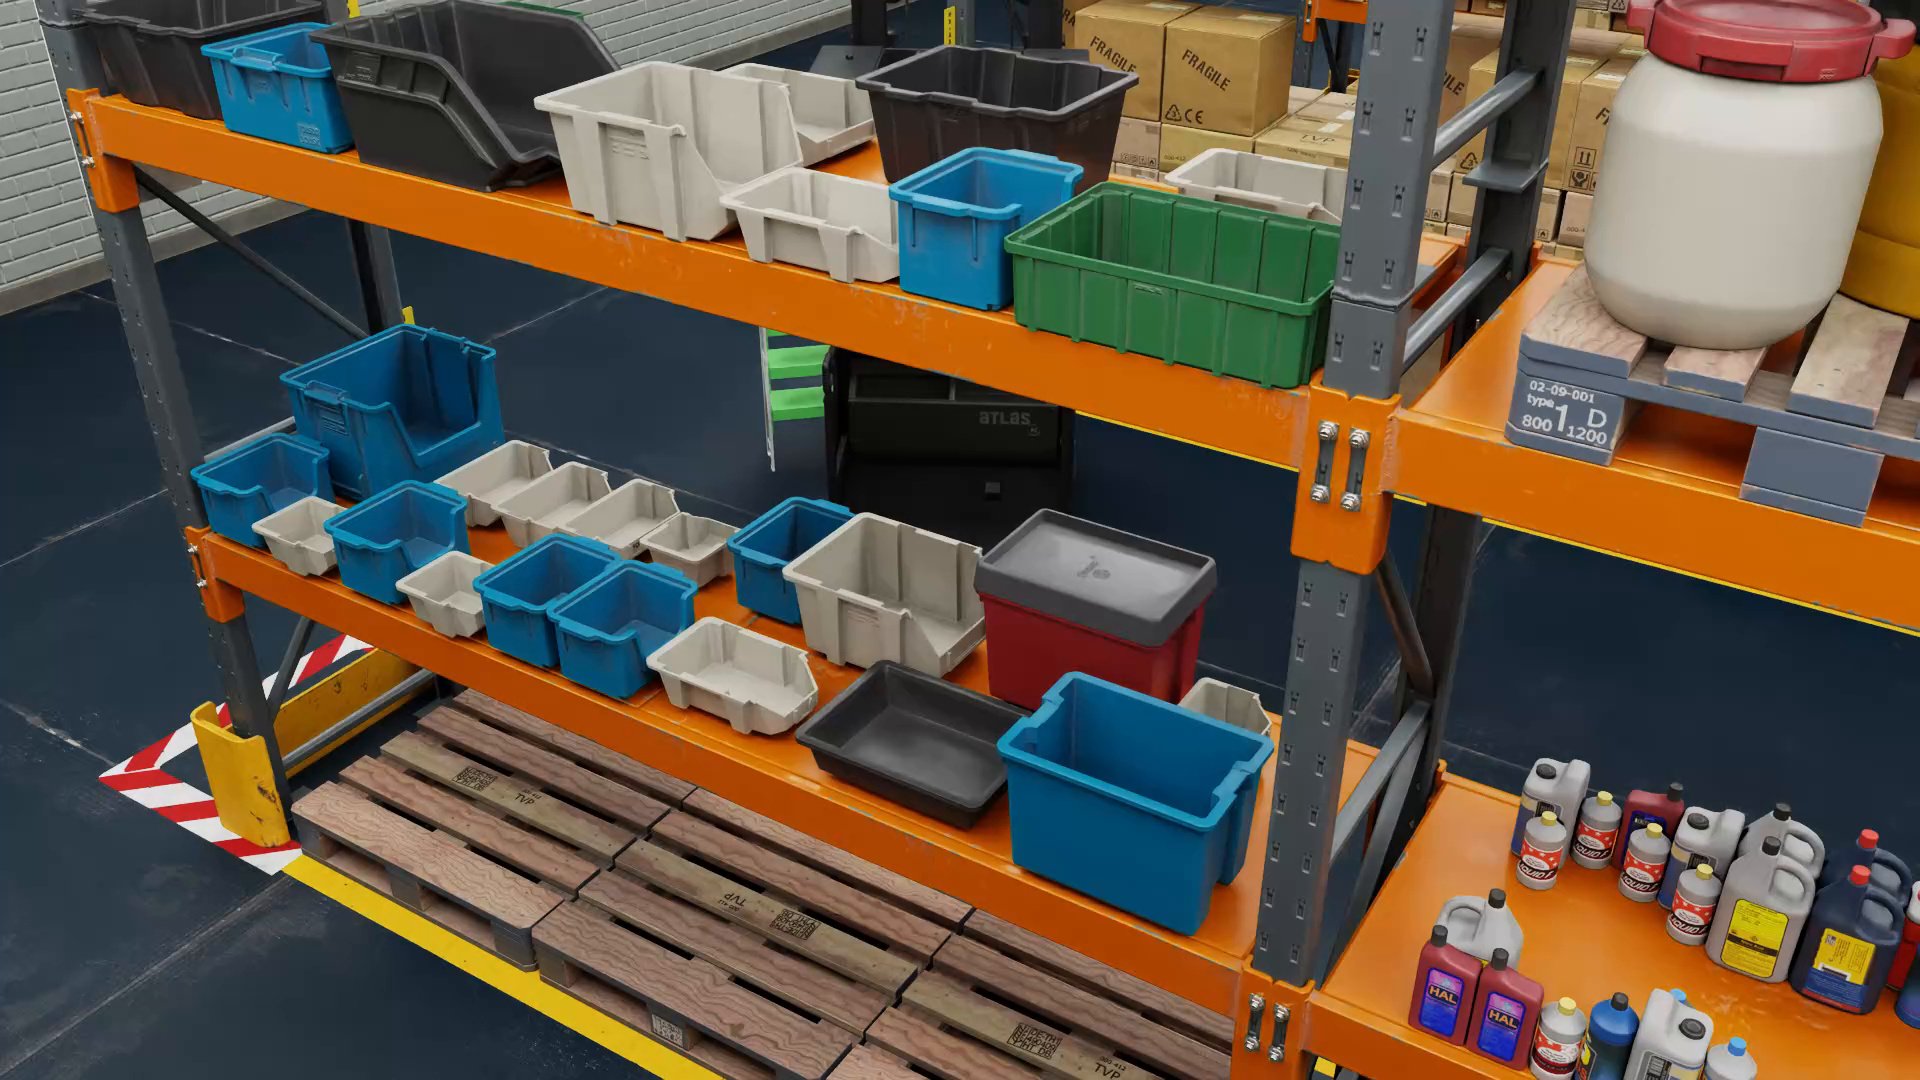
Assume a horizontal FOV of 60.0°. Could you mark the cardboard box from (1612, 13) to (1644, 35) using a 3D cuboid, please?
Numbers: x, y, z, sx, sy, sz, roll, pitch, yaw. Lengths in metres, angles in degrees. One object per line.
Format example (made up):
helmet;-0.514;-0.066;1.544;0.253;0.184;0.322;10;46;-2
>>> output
cardboard box;4.880;-3.766;11.979;0.250;0.149;0.380;17;34;27

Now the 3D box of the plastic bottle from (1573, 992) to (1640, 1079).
plastic bottle;1.387;1.076;3.556;0.097;0.271;0.097;0;30;0

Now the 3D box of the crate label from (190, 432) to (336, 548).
crate label;-2.354;-0.163;5.659;0.303;0.233;0.416;18;35;27

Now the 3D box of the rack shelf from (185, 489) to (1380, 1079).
rack shelf;-0.694;0.431;5.249;4.000;0.370;1.077;18;35;27

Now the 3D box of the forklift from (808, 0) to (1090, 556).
forklift;-0.037;-0.952;6.973;1.130;2.935;3.031;2;30;3

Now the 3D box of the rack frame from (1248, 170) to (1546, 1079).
rack frame;1.000;0.656;4.149;0.127;3.000;1.000;18;35;27

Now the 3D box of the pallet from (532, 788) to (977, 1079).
pallet;-0.681;1.353;5.721;1.213;0.211;1.003;18;35;27

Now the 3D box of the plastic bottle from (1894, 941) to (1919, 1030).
plastic bottle;2.192;0.970;3.738;0.097;0.271;0.097;0;30;0

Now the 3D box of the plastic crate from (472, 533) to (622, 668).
plastic crate;-1.239;0.190;5.054;0.300;0.233;0.416;18;35;27

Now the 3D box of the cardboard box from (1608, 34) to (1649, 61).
cardboard box;3.363;-2.083;7.954;0.500;0.500;0.500;18;35;27

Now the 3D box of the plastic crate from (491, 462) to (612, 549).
plastic crate;-1.363;-0.103;5.652;0.243;0.136;0.396;18;35;27

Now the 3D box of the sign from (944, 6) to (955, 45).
sign;-0.055;-2.703;8.968;0.005;0.325;0.100;18;35;27

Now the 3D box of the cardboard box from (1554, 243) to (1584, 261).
cardboard box;2.982;-1.361;7.855;0.250;0.149;0.380;18;35;28

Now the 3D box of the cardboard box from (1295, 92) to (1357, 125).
cardboard box;2.100;-2.167;8.841;0.500;0.250;0.500;18;35;27

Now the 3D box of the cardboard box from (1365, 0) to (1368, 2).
cardboard box;3.305;-4.234;12.780;0.250;0.149;0.380;19;35;29

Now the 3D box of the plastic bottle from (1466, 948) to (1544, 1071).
plastic bottle;1.197;1.022;3.637;0.133;0.283;0.061;18;35;27

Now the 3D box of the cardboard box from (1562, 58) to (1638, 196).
cardboard box;3.102;-1.855;7.562;0.500;0.500;0.500;19;35;29

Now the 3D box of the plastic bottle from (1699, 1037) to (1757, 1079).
plastic bottle;1.583;1.139;3.449;0.097;0.271;0.097;0;30;0

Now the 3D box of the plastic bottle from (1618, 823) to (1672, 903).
plastic bottle;1.699;0.790;4.116;0.097;0.201;0.097;0;30;0

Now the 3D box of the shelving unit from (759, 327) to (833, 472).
shelving unit;-0.781;-0.968;8.719;0.503;1.200;0.258;-6;31;-10

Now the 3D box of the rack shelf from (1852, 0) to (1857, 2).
rack shelf;5.327;-1.907;6.280;4.000;0.370;1.077;18;35;27

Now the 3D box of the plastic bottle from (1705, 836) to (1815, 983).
plastic bottle;1.876;0.845;3.874;0.185;0.351;0.144;18;35;27

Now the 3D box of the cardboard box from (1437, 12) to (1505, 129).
cardboard box;2.507;-2.356;8.421;0.500;0.500;0.500;16;34;26

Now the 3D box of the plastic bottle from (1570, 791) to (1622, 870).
plastic bottle;1.618;0.728;4.222;0.097;0.201;0.097;0;30;0

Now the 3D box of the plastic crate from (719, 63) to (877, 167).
plastic crate;-0.506;-1.150;4.529;0.530;0.136;0.437;18;35;27

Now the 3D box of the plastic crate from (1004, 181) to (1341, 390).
plastic crate;0.480;-0.533;3.420;0.662;0.188;0.450;18;35;27

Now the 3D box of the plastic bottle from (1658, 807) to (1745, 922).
plastic bottle;1.815;0.775;4.068;0.135;0.276;0.152;18;35;27

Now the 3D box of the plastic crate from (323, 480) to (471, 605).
plastic crate;-1.796;0.013;5.357;0.300;0.233;0.416;18;35;27

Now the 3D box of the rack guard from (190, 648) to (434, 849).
rack guard;-2.415;0.663;6.618;0.348;0.500;1.175;18;35;27

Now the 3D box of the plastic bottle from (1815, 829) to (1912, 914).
plastic bottle;2.109;0.833;3.894;0.185;0.351;0.144;18;35;27

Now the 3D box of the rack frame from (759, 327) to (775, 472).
rack frame;-1.020;-0.943;8.676;0.015;1.200;0.240;-6;31;-10

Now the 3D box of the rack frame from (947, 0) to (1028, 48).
rack frame;0.245;-2.530;9.610;0.127;3.000;1.000;18;35;27

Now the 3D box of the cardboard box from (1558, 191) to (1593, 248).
cardboard box;3.119;-1.528;7.746;0.500;0.250;0.500;17;34;26

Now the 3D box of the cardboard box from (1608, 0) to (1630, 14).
cardboard box;4.936;-4.002;11.739;0.500;0.500;0.500;17;34;27

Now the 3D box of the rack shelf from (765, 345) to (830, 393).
rack shelf;-0.781;-0.913;8.752;0.480;0.148;0.258;-6;31;-10

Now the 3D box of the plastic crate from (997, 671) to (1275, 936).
plastic crate;0.423;0.657;4.103;0.575;0.384;0.392;18;35;27

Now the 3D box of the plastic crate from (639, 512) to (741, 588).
plastic crate;-0.854;0.033;5.419;0.250;0.136;0.298;18;35;27

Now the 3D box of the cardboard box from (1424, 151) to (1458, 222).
cardboard box;2.248;-1.802;8.217;0.500;0.250;0.500;18;35;28

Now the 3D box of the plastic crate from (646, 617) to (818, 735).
plastic crate;-0.635;0.405;4.780;0.466;0.136;0.293;18;35;27

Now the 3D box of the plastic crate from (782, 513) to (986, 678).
plastic crate;-0.196;0.193;5.000;0.530;0.282;0.437;18;35;27

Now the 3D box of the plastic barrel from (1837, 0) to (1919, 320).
plastic barrel;1.881;-0.745;2.970;0.600;0.588;0.600;0;30;0

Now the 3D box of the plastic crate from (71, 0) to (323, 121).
plastic crate;-2.210;-1.433;4.883;0.590;0.269;0.497;18;35;27

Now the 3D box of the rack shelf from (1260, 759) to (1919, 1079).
rack shelf;2.694;1.502;3.412;4.000;0.370;1.077;18;35;27

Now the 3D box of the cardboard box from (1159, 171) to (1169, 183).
cardboard box;1.242;-1.911;8.798;0.250;0.149;0.380;17;34;26

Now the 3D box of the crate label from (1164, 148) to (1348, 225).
crate label;0.739;-0.781;3.896;0.466;0.136;0.293;18;35;27

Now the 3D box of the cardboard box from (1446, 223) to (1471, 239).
cardboard box;2.547;-1.498;8.091;0.250;0.149;0.380;18;35;28

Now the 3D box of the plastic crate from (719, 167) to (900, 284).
plastic crate;-0.280;-0.704;3.766;0.466;0.136;0.293;18;35;27

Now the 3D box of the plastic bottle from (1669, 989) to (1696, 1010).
plastic bottle;1.550;1.068;3.640;0.097;0.201;0.097;0;30;0

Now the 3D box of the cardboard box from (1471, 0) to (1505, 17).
cardboard box;4.014;-4.045;12.456;0.250;0.149;0.380;17;34;27

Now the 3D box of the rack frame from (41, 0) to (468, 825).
rack frame;-2.388;-0.416;5.986;0.127;3.000;1.000;18;35;27

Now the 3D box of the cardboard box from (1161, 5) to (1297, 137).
cardboard box;1.374;-2.403;8.503;0.500;0.500;0.500;17;34;26

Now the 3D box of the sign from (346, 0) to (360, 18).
sign;-2.109;-1.905;5.667;0.005;0.325;0.100;18;35;27

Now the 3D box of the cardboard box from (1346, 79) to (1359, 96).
cardboard box;3.231;-3.541;13.165;0.250;0.149;0.380;16;34;25

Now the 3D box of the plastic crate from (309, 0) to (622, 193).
plastic crate;-1.240;-1.158;4.343;0.767;0.338;0.504;18;35;27

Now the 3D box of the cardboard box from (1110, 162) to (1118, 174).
cardboard box;0.805;-2.049;9.035;0.250;0.149;0.380;17;34;26

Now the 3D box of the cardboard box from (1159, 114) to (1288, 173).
cardboard box;1.376;-2.077;8.687;0.500;0.250;0.500;16;34;26

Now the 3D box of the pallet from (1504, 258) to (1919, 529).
pallet;1.716;-0.390;3.153;1.003;0.211;1.213;18;35;27
